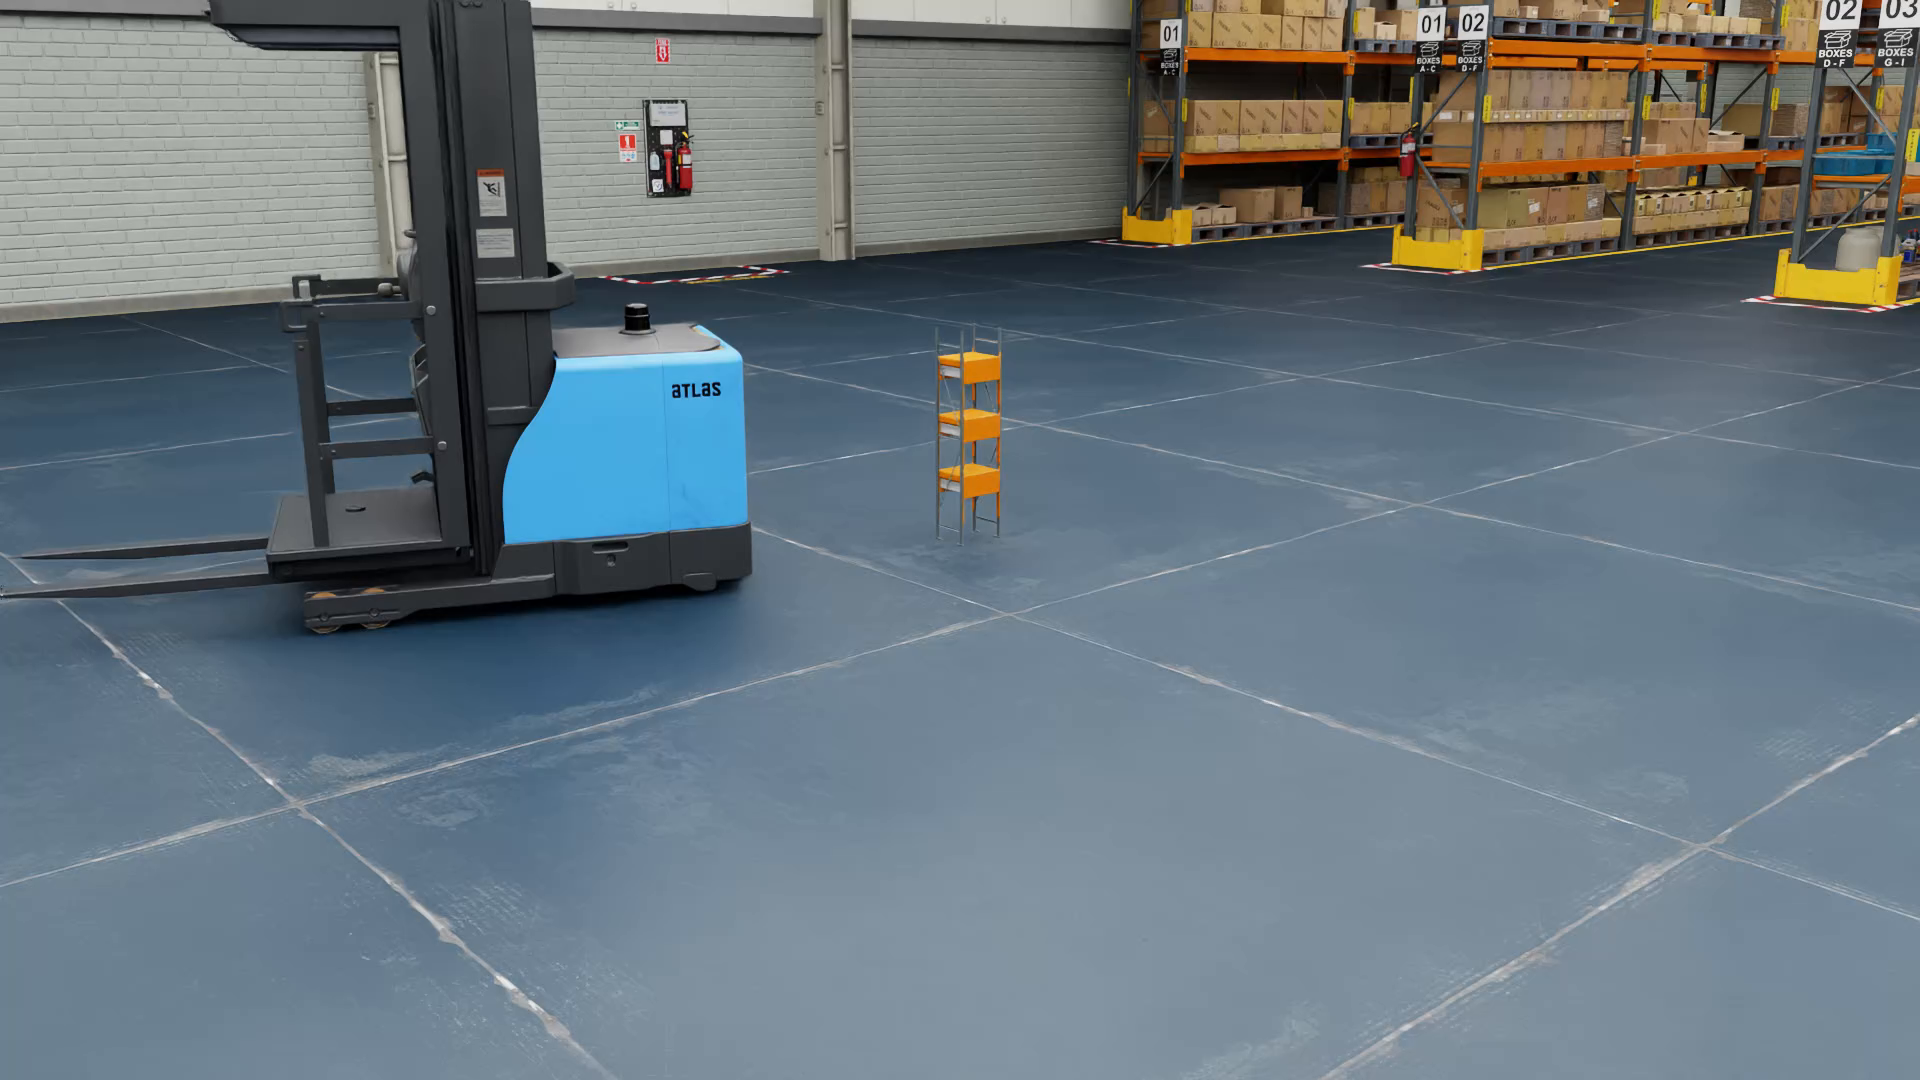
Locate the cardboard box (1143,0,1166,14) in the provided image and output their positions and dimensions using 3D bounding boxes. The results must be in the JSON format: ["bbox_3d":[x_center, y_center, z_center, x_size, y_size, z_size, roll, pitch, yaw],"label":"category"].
[{"bbox_3d":[3.064,-8.067,24.658,0.500,0.500,0.500,-12,19,-37],"label":"cardboard box"}]

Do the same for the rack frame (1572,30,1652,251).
[{"bbox_3d":[9.182,-5.667,23.654,0.127,3.000,1.000,-13,19,-39],"label":"rack frame"}]

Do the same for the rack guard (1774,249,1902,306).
[{"bbox_3d":[9.440,-2.839,17.910,0.348,0.500,1.175,-13,19,-39],"label":"rack guard"}]

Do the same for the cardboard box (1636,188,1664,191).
[{"bbox_3d":[10.448,-5.195,25.313,0.500,0.311,0.500,-13,20,-40],"label":"cardboard box"}]

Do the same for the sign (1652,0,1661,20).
[{"bbox_3d":[9.548,-7.297,22.786,0.005,0.325,0.100,-13,19,-39],"label":"sign"}]

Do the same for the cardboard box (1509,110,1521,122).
[{"bbox_3d":[6.989,-5.463,21.439,0.250,0.149,0.380,-13,19,-39],"label":"cardboard box"}]

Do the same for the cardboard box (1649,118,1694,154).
[{"bbox_3d":[10.548,-6.017,24.768,0.500,0.500,0.500,-13,19,-39],"label":"cardboard box"}]

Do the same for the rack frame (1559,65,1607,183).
[{"bbox_3d":[11.963,-7.986,32.336,0.127,3.000,1.000,-13,19,-39],"label":"rack frame"}]

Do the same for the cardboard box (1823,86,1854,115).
[{"bbox_3d":[15.429,-7.690,29.095,0.500,0.500,0.500,-13,19,-39],"label":"cardboard box"}]

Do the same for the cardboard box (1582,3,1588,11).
[{"bbox_3d":[8.222,-7.218,22.737,0.500,0.311,0.500,-14,20,-42],"label":"cardboard box"}]

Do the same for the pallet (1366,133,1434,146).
[{"bbox_3d":[7.479,-6.873,28.538,1.213,0.211,1.003,-13,19,-39],"label":"pallet"}]

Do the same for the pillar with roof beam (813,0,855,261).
[{"bbox_3d":[1.170,-7.284,18.083,0.400,9.000,9.100,-13,19,-39],"label":"pillar with roof beam"}]

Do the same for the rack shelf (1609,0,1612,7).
[{"bbox_3d":[10.454,-10.005,30.438,4.000,0.370,1.077,-13,19,-39],"label":"rack shelf"}]

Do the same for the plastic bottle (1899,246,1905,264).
[{"bbox_3d":[11.059,-3.355,19.569,0.097,0.201,0.097,0,15,0],"label":"plastic bottle"}]

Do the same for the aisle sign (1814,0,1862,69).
[{"bbox_3d":[9.164,-5.326,17.340,0.004,0.787,0.394,-13,19,-39],"label":"aisle sign"}]

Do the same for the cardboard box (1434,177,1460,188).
[{"bbox_3d":[8.436,-6.181,29.570,0.500,0.500,0.700,-12,19,-39],"label":"cardboard box"}]

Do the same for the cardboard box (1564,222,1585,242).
[{"bbox_3d":[8.225,-4.250,22.864,0.500,0.250,0.500,-13,19,-39],"label":"cardboard box"}]

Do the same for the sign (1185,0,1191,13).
[{"bbox_3d":[3.267,-7.719,23.830,0.005,0.325,0.100,-13,19,-39],"label":"sign"}]

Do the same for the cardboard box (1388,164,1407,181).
[{"bbox_3d":[7.580,-6.371,28.828,0.500,0.250,0.500,-13,20,-40],"label":"cardboard box"}]

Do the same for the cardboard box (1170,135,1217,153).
[{"bbox_3d":[3.487,-5.911,24.820,0.500,0.250,0.500,-13,20,-41],"label":"cardboard box"}]

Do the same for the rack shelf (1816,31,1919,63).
[{"bbox_3d":[10.922,-5.465,18.479,4.000,0.370,1.077,-13,19,-39],"label":"rack shelf"}]

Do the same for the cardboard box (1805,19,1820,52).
[{"bbox_3d":[13.284,-8.097,26.745,0.500,0.500,0.910,-13,19,-39],"label":"cardboard box"}]

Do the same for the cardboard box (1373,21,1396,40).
[{"bbox_3d":[6.857,-8.421,27.511,0.500,0.311,0.500,-12,19,-38],"label":"cardboard box"}]

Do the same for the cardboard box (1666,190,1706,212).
[{"bbox_3d":[10.817,-5.095,24.939,0.500,0.311,0.500,-12,19,-38],"label":"cardboard box"}]

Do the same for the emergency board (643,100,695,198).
[{"bbox_3d":[-3.545,-4.813,20.455,0.643,1.169,0.194,-13,19,-39],"label":"emergency board"}]

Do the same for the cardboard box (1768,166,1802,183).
[{"bbox_3d":[13.938,-6.186,28.133,0.500,0.250,0.500,-13,19,-39],"label":"cardboard box"}]

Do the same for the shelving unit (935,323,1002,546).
[{"bbox_3d":[0.040,-0.516,8.148,0.252,1.050,0.215,-13,19,-39],"label":"shelving unit"}]

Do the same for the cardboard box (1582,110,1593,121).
[{"bbox_3d":[8.349,-5.769,22.585,0.250,0.149,0.380,-13,20,-40],"label":"cardboard box"}]

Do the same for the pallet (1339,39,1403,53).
[{"bbox_3d":[6.463,-8.073,27.213,1.003,0.211,1.213,-13,19,-39],"label":"pallet"}]

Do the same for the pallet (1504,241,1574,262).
[{"bbox_3d":[7.634,-3.986,22.762,1.213,0.211,1.003,-13,19,-39],"label":"pallet"}]

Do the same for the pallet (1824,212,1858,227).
[{"bbox_3d":[14.629,-5.530,28.544,1.213,0.211,1.003,-13,19,-39],"label":"pallet"}]

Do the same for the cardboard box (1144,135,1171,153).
[{"bbox_3d":[3.136,-6.007,25.180,0.500,0.250,0.500,-12,19,-39],"label":"cardboard box"}]

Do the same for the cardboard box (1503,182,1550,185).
[{"bbox_3d":[7.873,-4.717,23.158,0.500,0.500,0.500,-13,19,-39],"label":"cardboard box"}]

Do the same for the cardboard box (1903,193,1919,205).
[{"bbox_3d":[17.250,-6.289,30.458,0.500,0.250,0.500,-13,19,-39],"label":"cardboard box"}]

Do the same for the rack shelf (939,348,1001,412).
[{"bbox_3d":[0.040,-0.780,8.078,0.240,0.259,0.215,-13,19,-39],"label":"rack shelf"}]

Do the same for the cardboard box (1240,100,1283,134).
[{"bbox_3d":[4.623,-6.533,25.694,0.500,0.500,0.500,-12,19,-38],"label":"cardboard box"}]

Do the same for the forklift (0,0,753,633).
[{"bbox_3d":[-2.501,-1.186,7.010,3.031,2.935,1.130,-5,16,-18],"label":"forklift"}]

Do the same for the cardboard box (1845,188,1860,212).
[{"bbox_3d":[15.033,-5.888,28.472,0.500,0.500,0.500,-13,20,-40],"label":"cardboard box"}]

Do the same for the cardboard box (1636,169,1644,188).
[{"bbox_3d":[13.364,-7.259,33.644,0.500,0.500,0.700,-12,19,-38],"label":"cardboard box"}]

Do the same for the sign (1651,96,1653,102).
[{"bbox_3d":[14.621,-9.229,35.159,0.005,0.325,0.100,-13,19,-39],"label":"sign"}]

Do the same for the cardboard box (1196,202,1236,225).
[{"bbox_3d":[3.921,-5.063,25.750,0.500,0.311,0.500,-11,18,-35],"label":"cardboard box"}]

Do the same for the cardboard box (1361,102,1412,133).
[{"bbox_3d":[7.237,-7.182,28.280,0.500,0.500,0.700,-10,18,-32],"label":"cardboard box"}]

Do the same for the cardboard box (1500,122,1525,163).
[{"bbox_3d":[6.918,-5.204,21.728,0.500,0.500,0.700,-12,19,-38],"label":"cardboard box"}]

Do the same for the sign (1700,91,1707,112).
[{"bbox_3d":[11.837,-6.970,26.441,0.005,0.325,0.100,-13,19,-39],"label":"sign"}]

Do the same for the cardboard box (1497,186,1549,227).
[{"bbox_3d":[7.460,-4.446,22.144,0.500,0.500,0.500,-13,19,-39],"label":"cardboard box"}]

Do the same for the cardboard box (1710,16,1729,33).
[{"bbox_3d":[11.072,-7.650,24.740,0.500,0.250,0.500,-13,20,-40],"label":"cardboard box"}]

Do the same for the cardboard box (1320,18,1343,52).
[{"bbox_3d":[5.707,-8.004,26.357,0.500,0.500,0.500,-12,19,-38],"label":"cardboard box"}]

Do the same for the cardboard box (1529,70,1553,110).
[{"bbox_3d":[7.338,-5.926,21.915,0.500,0.500,0.700,-13,19,-39],"label":"cardboard box"}]

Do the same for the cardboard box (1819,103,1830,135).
[{"bbox_3d":[13.925,-6.962,27.495,0.700,0.500,0.500,10,18,33],"label":"cardboard box"}]

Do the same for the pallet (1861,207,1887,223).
[{"bbox_3d":[15.736,-5.791,29.522,1.213,0.211,1.003,-13,19,-39],"label":"pallet"}]

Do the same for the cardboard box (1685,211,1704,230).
[{"bbox_3d":[10.809,-4.822,25.006,0.500,0.250,0.500,-12,19,-38],"label":"cardboard box"}]

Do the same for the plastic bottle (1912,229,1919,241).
[{"bbox_3d":[11.550,-3.579,20.117,0.185,0.351,0.144,-12,19,-38],"label":"plastic bottle"}]

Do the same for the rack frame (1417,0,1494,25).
[{"bbox_3d":[6.165,-7.888,20.343,0.127,3.000,1.000,-13,19,-39],"label":"rack frame"}]
